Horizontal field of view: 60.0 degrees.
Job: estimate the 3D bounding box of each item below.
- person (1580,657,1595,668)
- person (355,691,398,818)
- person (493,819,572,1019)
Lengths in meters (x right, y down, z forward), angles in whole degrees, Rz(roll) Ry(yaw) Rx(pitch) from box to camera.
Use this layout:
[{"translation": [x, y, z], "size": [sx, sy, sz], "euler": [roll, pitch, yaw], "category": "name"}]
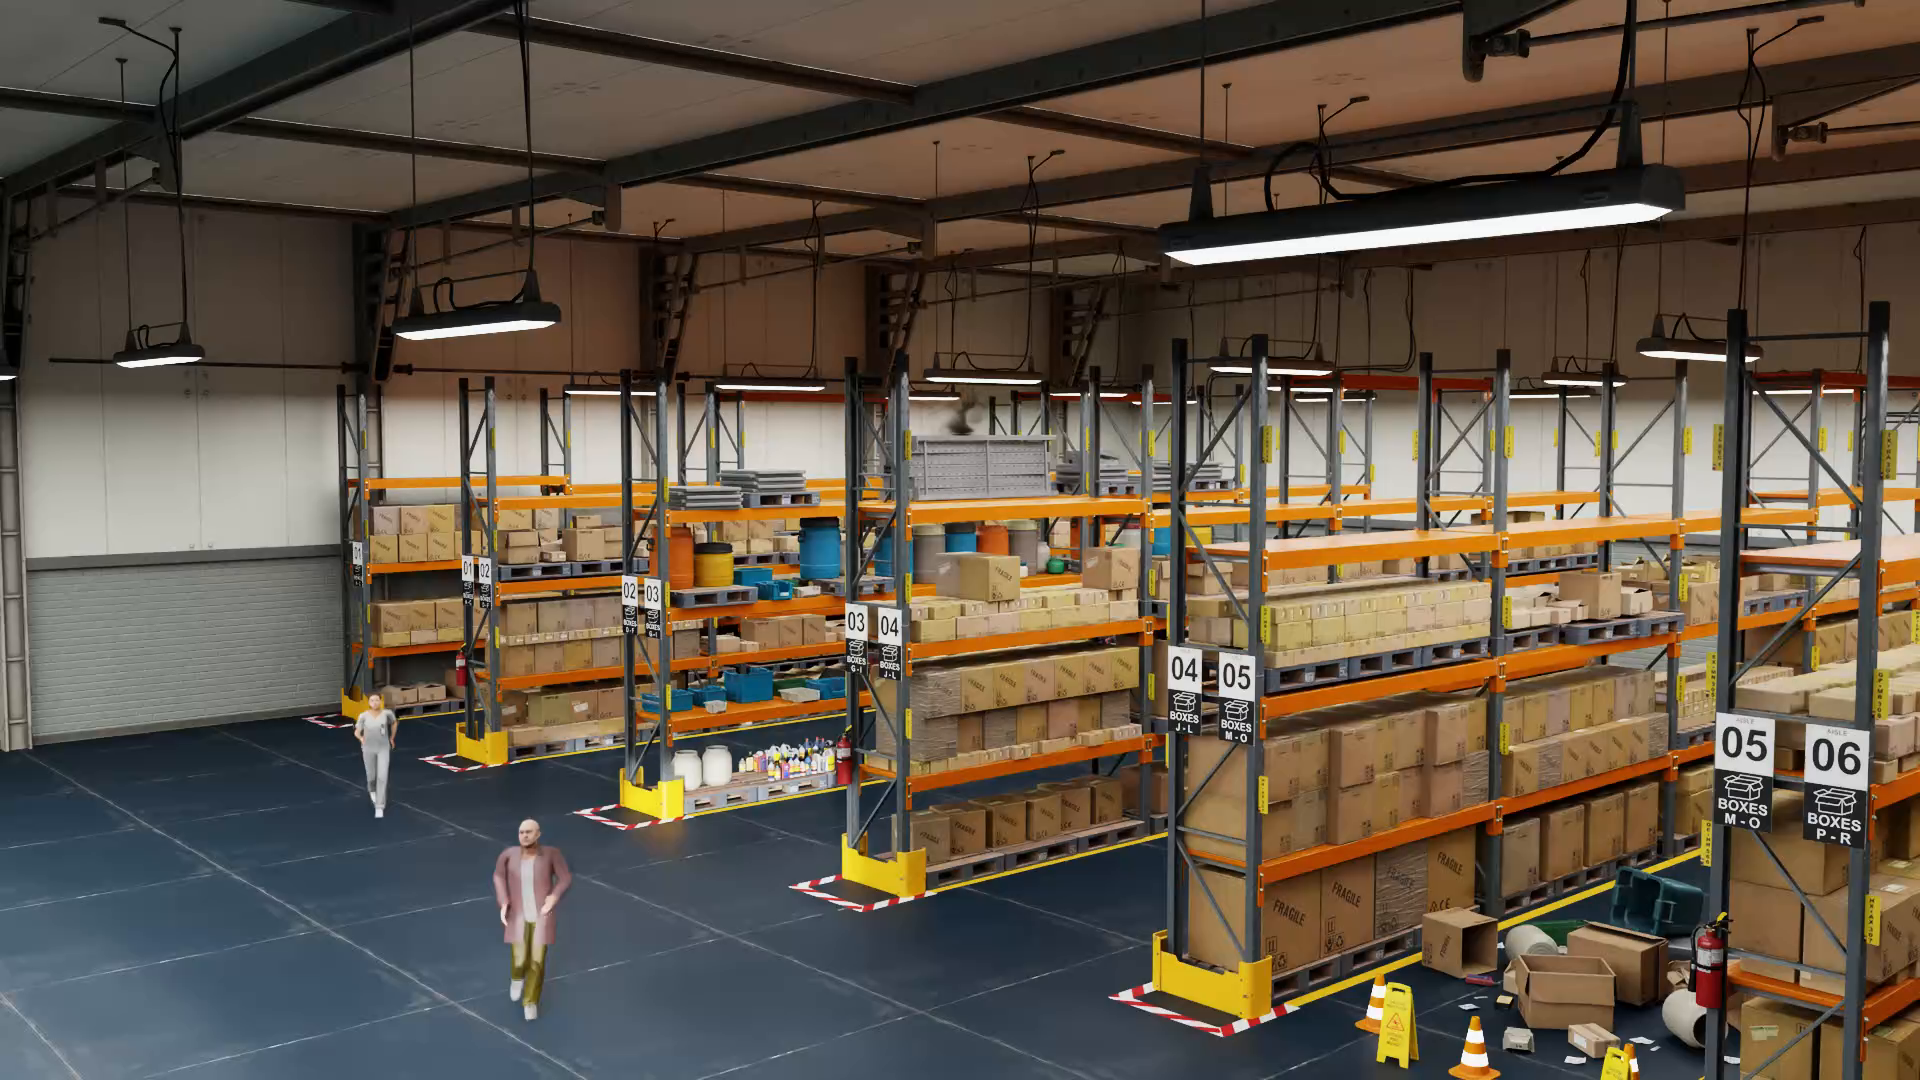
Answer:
[{"translation": [9.906, 2.575, 26.138], "size": [0.655, 1.736, 0.610], "euler": [4, 5, 45], "category": "person"}, {"translation": [-7.895, 2.855, 22.507], "size": [0.550, 1.656, 0.926], "euler": [-1, 4, -19], "category": "person"}, {"translation": [-3.784, 3.333, 14.704], "size": [0.700, 1.747, 0.673], "euler": [-1, 4, -8], "category": "person"}]
